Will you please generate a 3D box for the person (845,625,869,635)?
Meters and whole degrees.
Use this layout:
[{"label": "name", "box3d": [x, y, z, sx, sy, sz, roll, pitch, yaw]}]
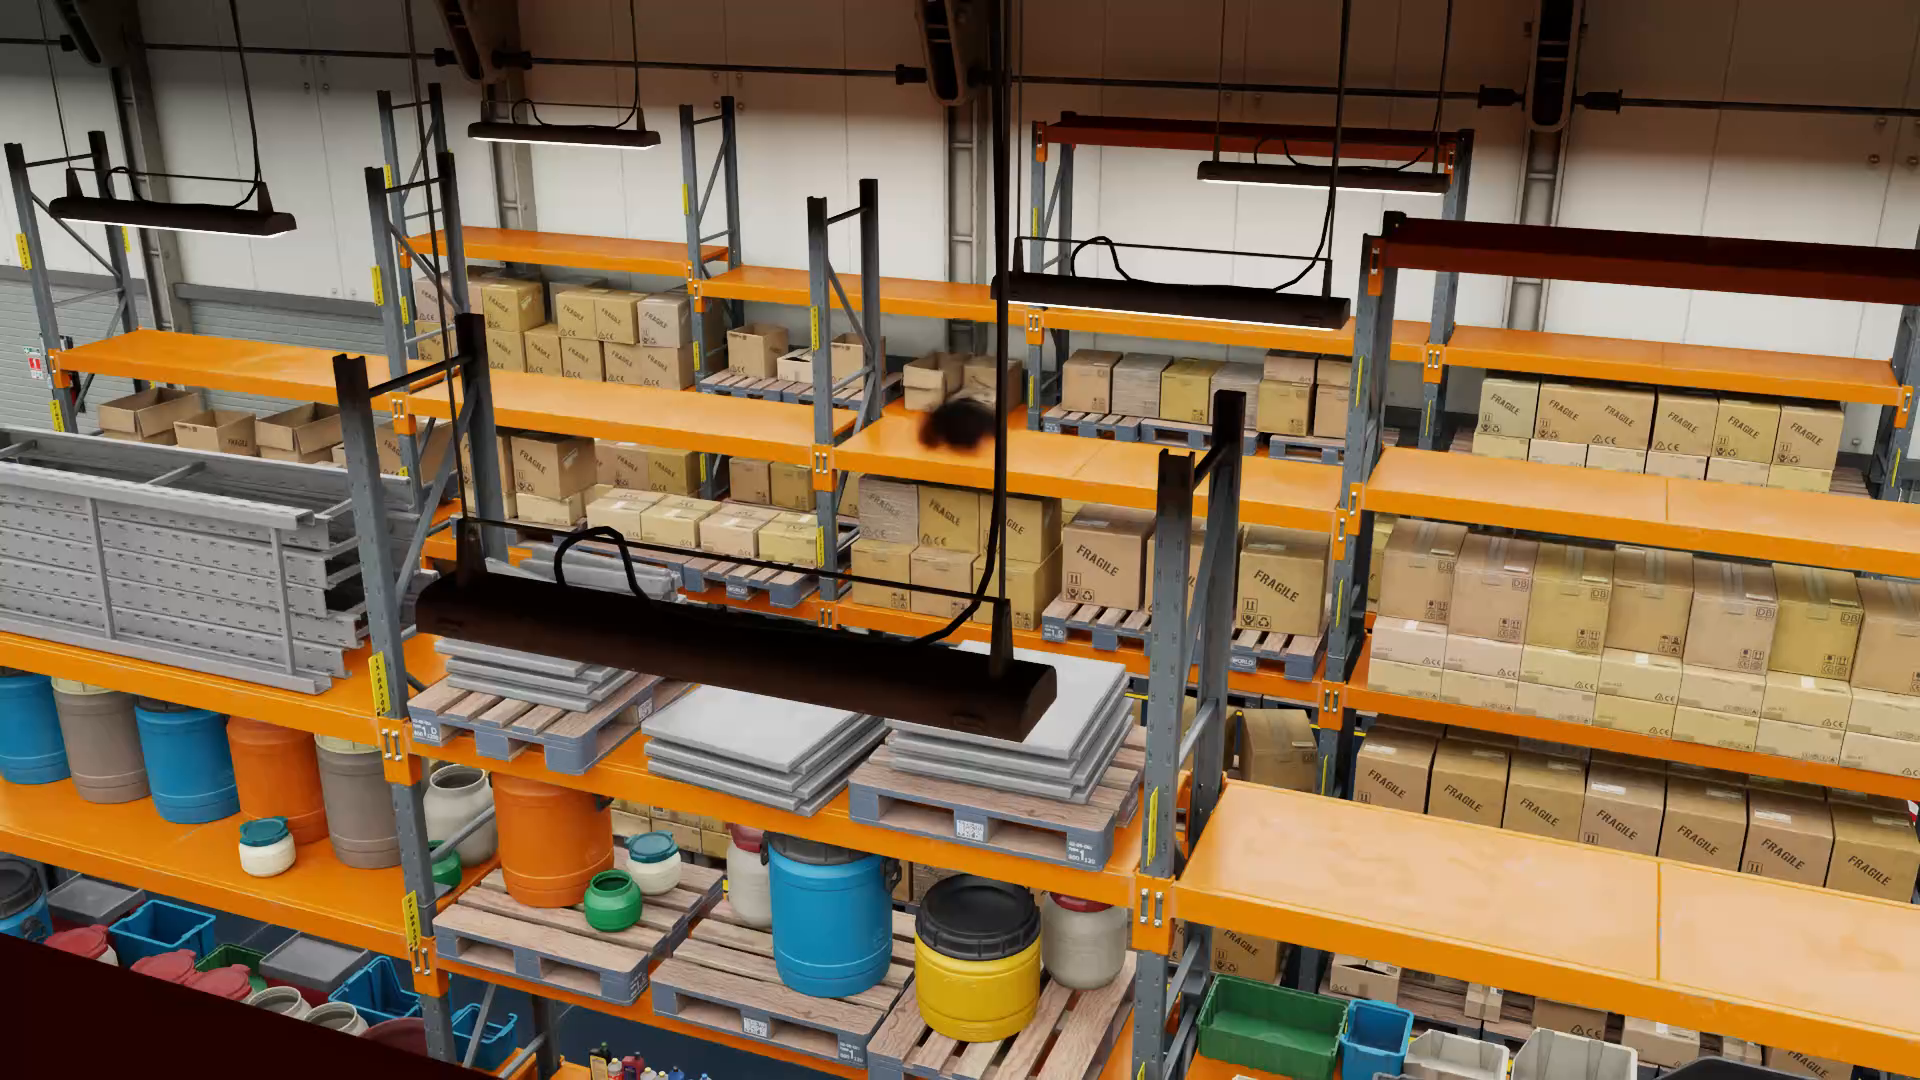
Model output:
[{"label": "person", "box3d": [-0.854, 1.601, 15.854, 0.928, 1.659, 0.607, 6, 22, 16]}]
